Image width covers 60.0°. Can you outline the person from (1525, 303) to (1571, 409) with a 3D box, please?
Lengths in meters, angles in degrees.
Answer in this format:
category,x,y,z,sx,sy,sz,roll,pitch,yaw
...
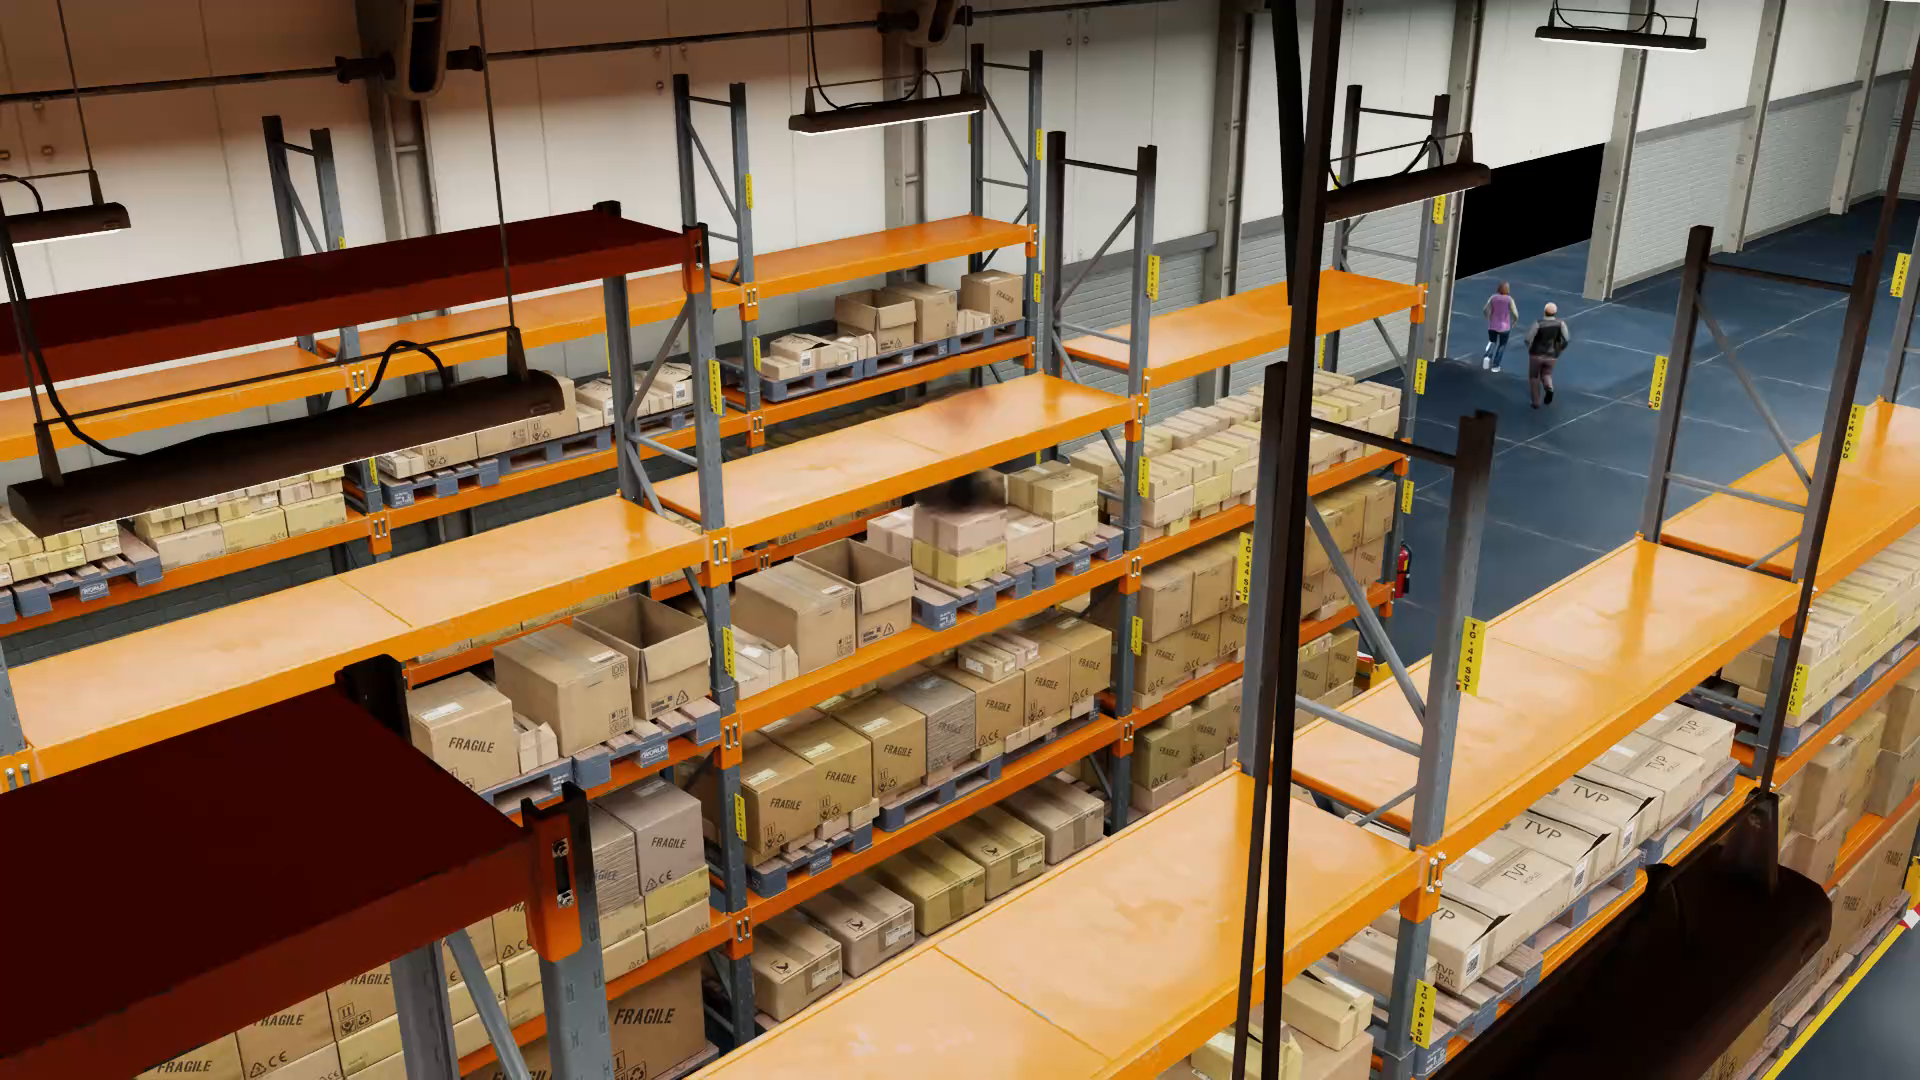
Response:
category,x,y,z,sx,sy,sz,roll,pitch,yaw
person,8.952,-2.809,25.478,0.665,1.679,0.583,2,23,6

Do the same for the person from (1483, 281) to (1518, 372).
category,x,y,z,sx,sy,sz,roll,pitch,yaw
person,8.869,-3.483,27.290,0.567,1.533,0.500,14,26,30
